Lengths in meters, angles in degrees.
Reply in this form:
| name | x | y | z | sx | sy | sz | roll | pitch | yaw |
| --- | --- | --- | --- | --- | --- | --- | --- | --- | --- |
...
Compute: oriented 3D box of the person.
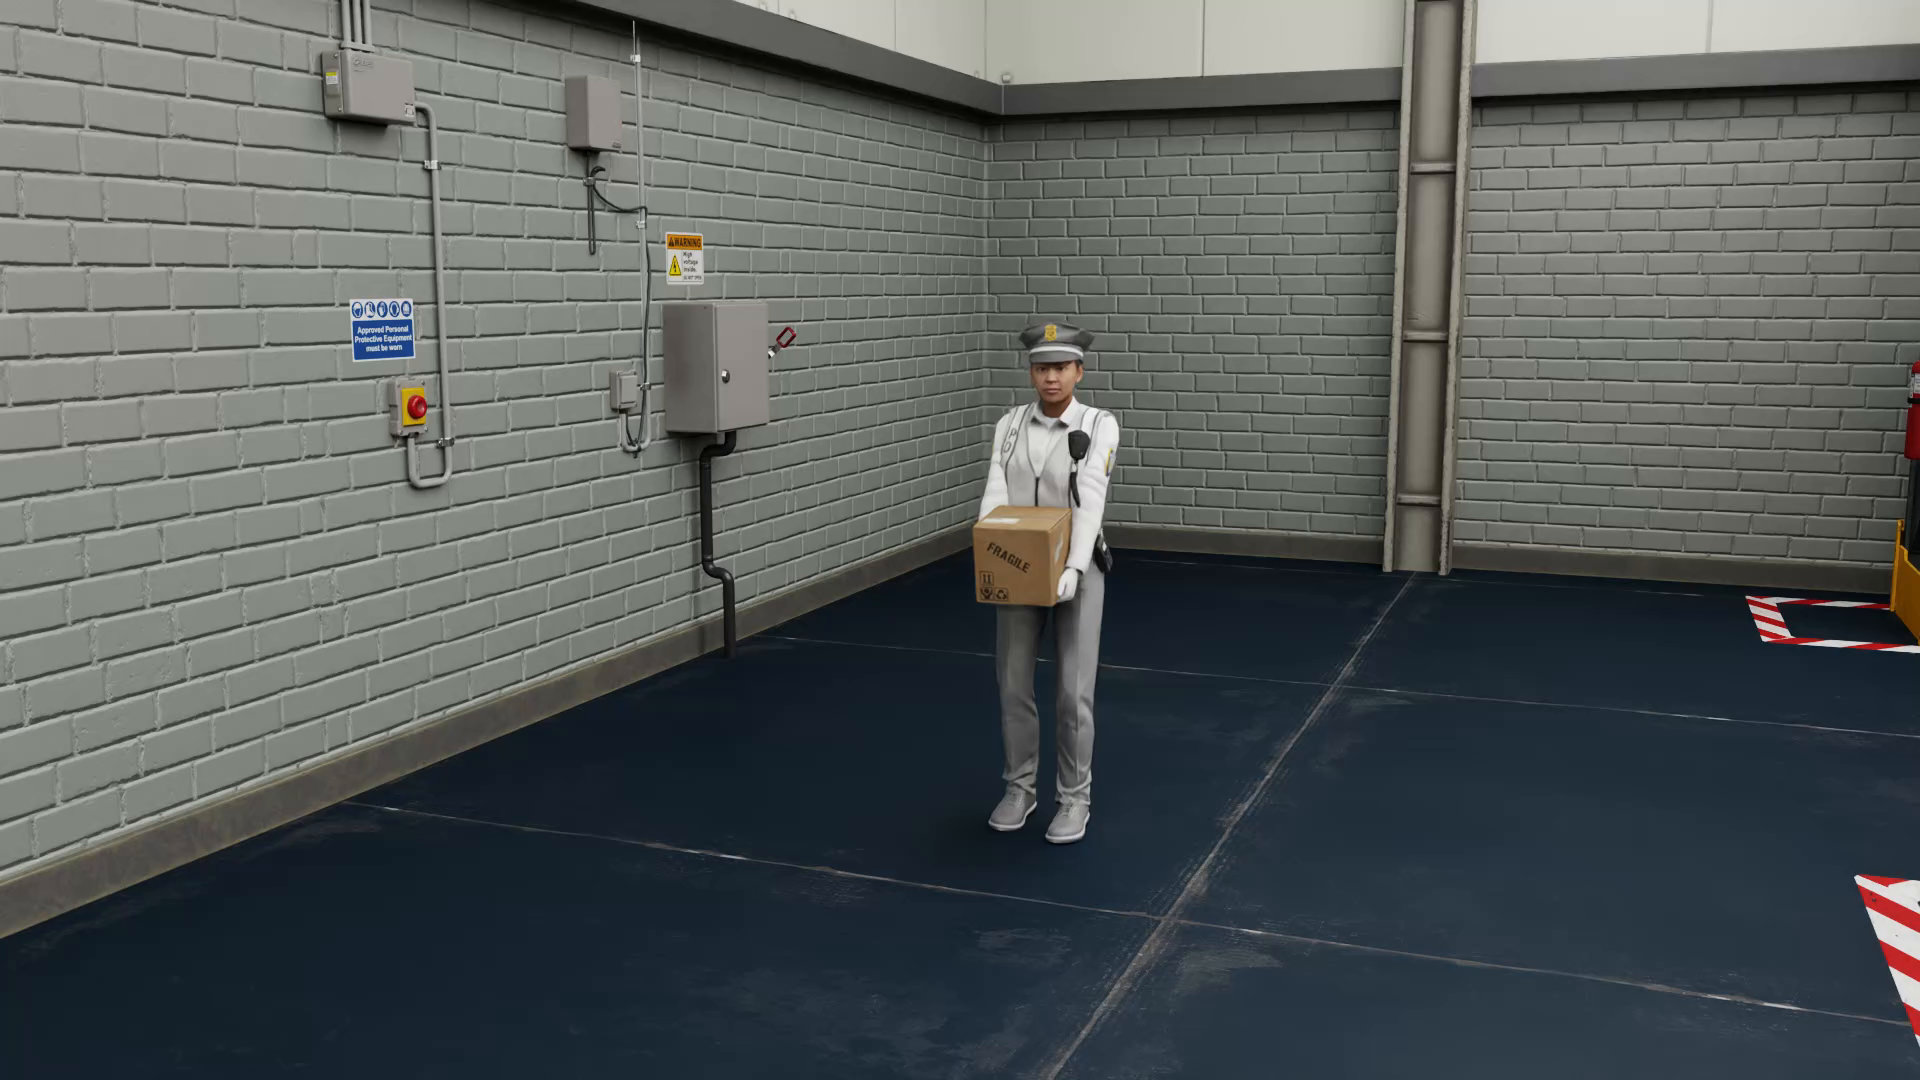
| name | x | y | z | sx | sy | sz | roll | pitch | yaw |
| --- | --- | --- | --- | --- | --- | --- | --- | --- | --- |
| person | 0.280 | 0.154 | 5.421 | 0.416 | 1.655 | 0.522 | 3 | 9 | 20 |
